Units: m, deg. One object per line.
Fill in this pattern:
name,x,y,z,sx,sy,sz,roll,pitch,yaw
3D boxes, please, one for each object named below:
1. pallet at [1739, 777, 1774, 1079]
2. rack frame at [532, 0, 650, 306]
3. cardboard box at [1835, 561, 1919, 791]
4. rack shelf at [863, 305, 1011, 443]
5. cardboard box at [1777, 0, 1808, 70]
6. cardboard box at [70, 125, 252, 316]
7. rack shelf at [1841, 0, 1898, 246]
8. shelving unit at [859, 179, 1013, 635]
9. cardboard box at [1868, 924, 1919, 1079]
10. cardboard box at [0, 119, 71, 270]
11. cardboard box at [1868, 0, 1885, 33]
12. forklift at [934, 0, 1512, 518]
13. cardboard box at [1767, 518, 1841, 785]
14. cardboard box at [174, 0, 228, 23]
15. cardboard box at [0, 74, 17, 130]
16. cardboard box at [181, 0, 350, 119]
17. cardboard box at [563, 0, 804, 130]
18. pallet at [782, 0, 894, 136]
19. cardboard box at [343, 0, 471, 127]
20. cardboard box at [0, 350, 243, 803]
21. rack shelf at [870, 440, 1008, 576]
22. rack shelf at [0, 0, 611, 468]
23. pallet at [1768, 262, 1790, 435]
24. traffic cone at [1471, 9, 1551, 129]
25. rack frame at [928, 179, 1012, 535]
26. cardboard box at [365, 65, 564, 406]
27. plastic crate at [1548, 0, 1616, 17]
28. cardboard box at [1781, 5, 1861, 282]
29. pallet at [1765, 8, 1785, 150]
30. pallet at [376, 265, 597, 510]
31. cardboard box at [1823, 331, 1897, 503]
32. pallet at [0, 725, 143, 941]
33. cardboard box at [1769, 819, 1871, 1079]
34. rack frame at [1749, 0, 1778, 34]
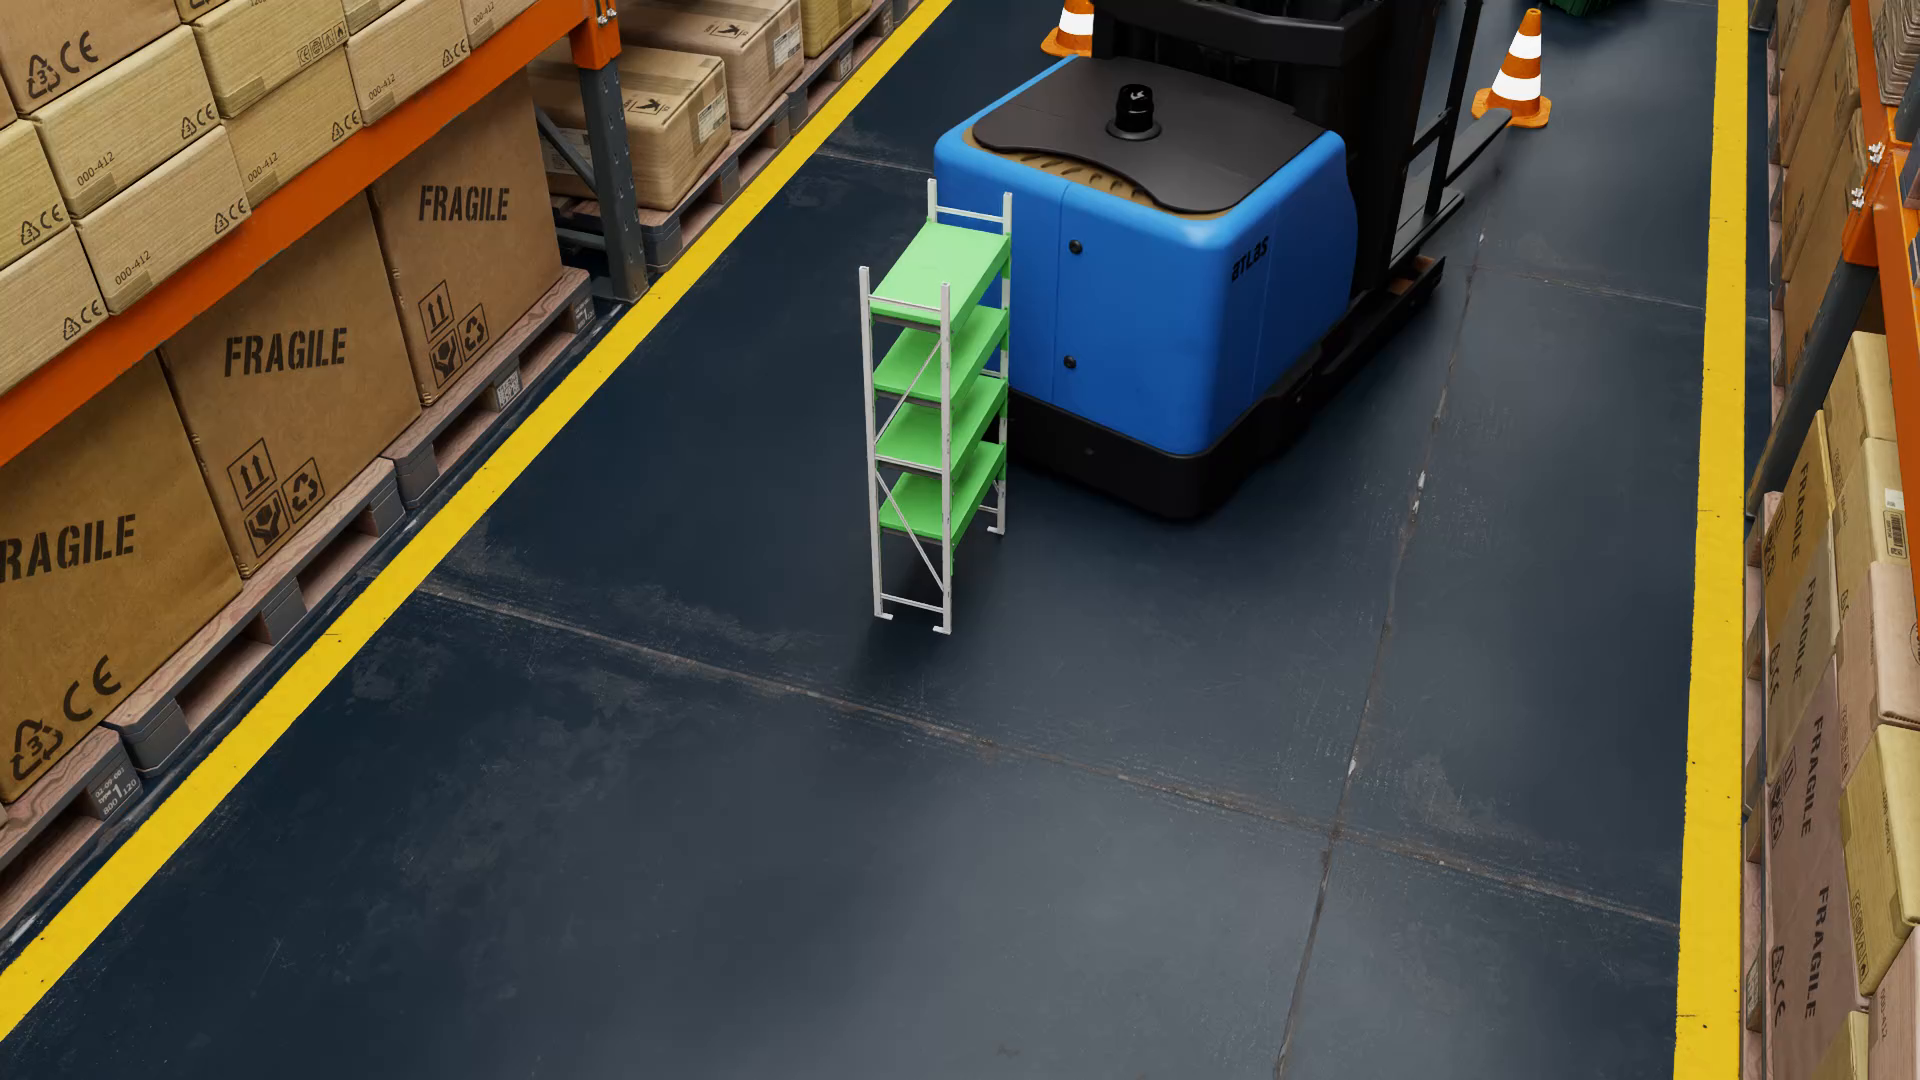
pallet,2.320,1.142,3.748,1.003,0.211,1.213,13,42,15
rack frame,-1.679,-2.173,5.486,1.000,3.000,0.127,13,42,15
cardboard box,2.189,0.345,3.560,0.500,0.250,0.500,14,42,15
rack shelf,-0.057,-0.489,4.628,0.258,0.148,0.480,13,42,15
cardboard box,4.247,-2.481,7.257,1.050,0.750,0.750,13,42,15
cardboard box,-2.103,-0.814,4.009,0.500,0.250,0.500,13,42,14
rack shelf,3.691,-2.083,5.934,1.077,0.370,4.000,13,42,15
shelving unit,-0.057,-0.355,4.742,0.258,1.200,0.503,13,42,15
cardboard box,1.845,0.988,2.805,0.500,0.250,0.500,15,43,17
cardboard box,-2.282,-0.699,3.488,0.500,0.250,0.500,14,42,16
cardboard box,3.081,-1.813,4.986,0.500,0.500,0.500,13,42,15
forklift,1.177,-2.095,5.447,1.130,2.935,3.031,25,47,27
cardboard box,2.357,0.337,4.146,0.500,0.500,0.500,14,42,16
cardboard box,-1.954,-1.602,3.970,0.500,0.500,0.500,13,42,15
cardboard box,-2.304,-0.979,3.238,0.500,0.500,0.500,12,42,14
cardboard box,-1.934,-1.324,4.222,0.500,0.250,0.500,12,42,14
cardboard box,-1.232,-2.128,7.134,0.950,0.372,0.625,13,42,14
pallet,-0.992,-2.330,7.819,1.003,0.211,1.213,13,42,15
cardboard box,-1.768,-1.435,4.737,0.500,0.250,0.500,14,42,16
cardboard box,-2.608,-0.034,4.292,0.875,0.875,0.875,14,43,16
rack shelf,-0.057,-0.124,4.939,0.258,0.148,0.480,13,42,15
rack shelf,-2.363,-0.680,4.290,1.077,0.370,4.000,13,42,15
pallet,3.348,-0.540,5.720,1.003,0.211,1.213,13,42,15
traffic cone,2.497,-2.128,7.388,0.336,0.463,0.334,13,42,15
rack frame,0.027,-0.504,4.917,0.240,1.200,0.015,13,42,15
cardboard box,-1.993,-1.122,5.568,0.875,0.875,0.875,13,42,15
plastic crate,3.203,-2.925,8.490,0.662,0.188,0.450,-29,58,-29
cardboard box,3.596,-1.326,5.903,1.050,0.750,0.750,14,42,16
pallet,4.182,-2.028,7.464,1.003,0.211,1.213,13,42,15
pallet,-2.019,-0.648,5.847,1.003,0.211,1.213,13,42,15
cardboard box,2.544,-0.264,4.273,0.500,0.250,0.500,11,42,13
pallet,-2.854,0.840,4.103,1.003,0.211,1.213,13,42,15
cardboard box,2.011,0.962,3.413,0.500,0.500,0.500,12,42,14
rack frame,4.375,-3.576,7.130,1.000,3.000,0.127,13,42,15
